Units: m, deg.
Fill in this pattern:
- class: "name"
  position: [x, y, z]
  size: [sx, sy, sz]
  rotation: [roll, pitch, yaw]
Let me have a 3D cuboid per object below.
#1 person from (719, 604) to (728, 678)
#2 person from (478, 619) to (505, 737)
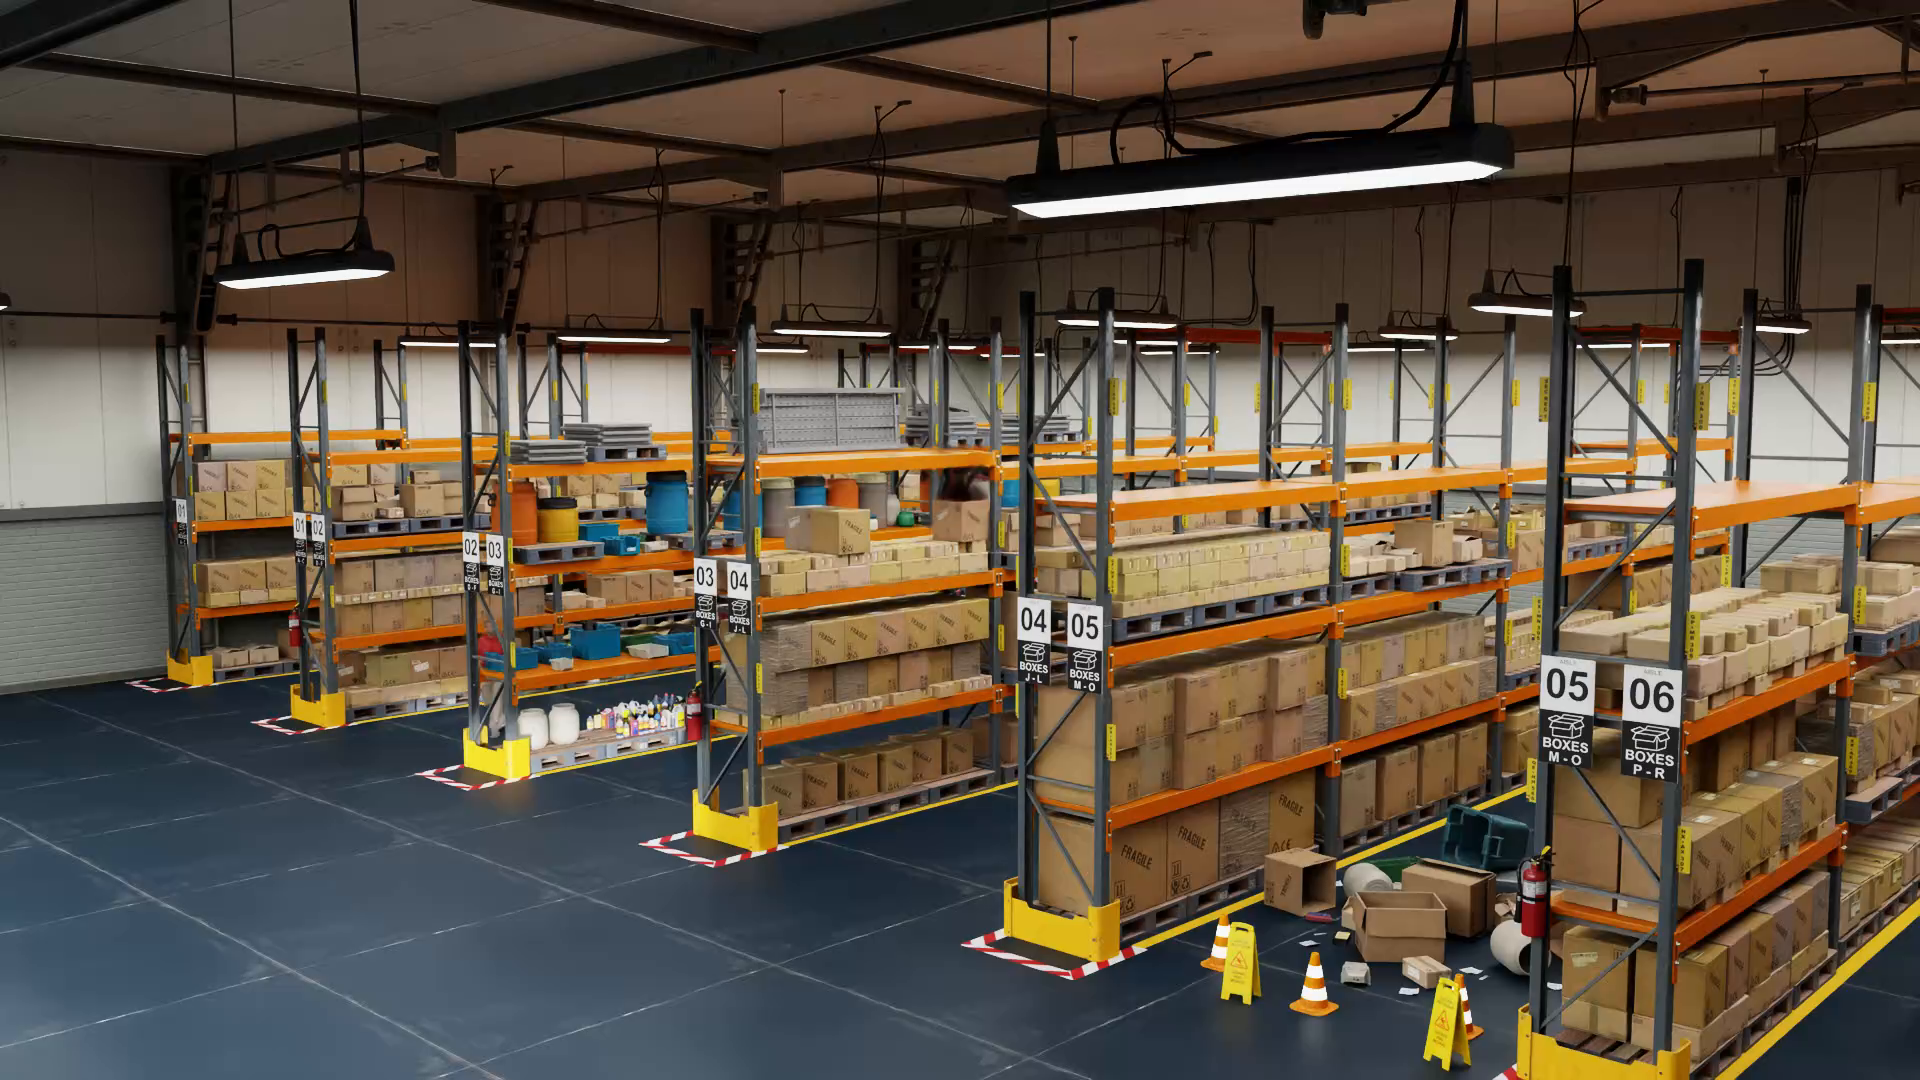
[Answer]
- class: "person"
  position: [-3.999, 1.610, 29.322]
  size: [0.433, 1.704, 0.501]
  rotation: [5, 7, 40]
- class: "person"
  position: [-6.932, 2.028, 24.523]
  size: [0.515, 1.726, 0.712]
  rotation: [0, 5, -2]
